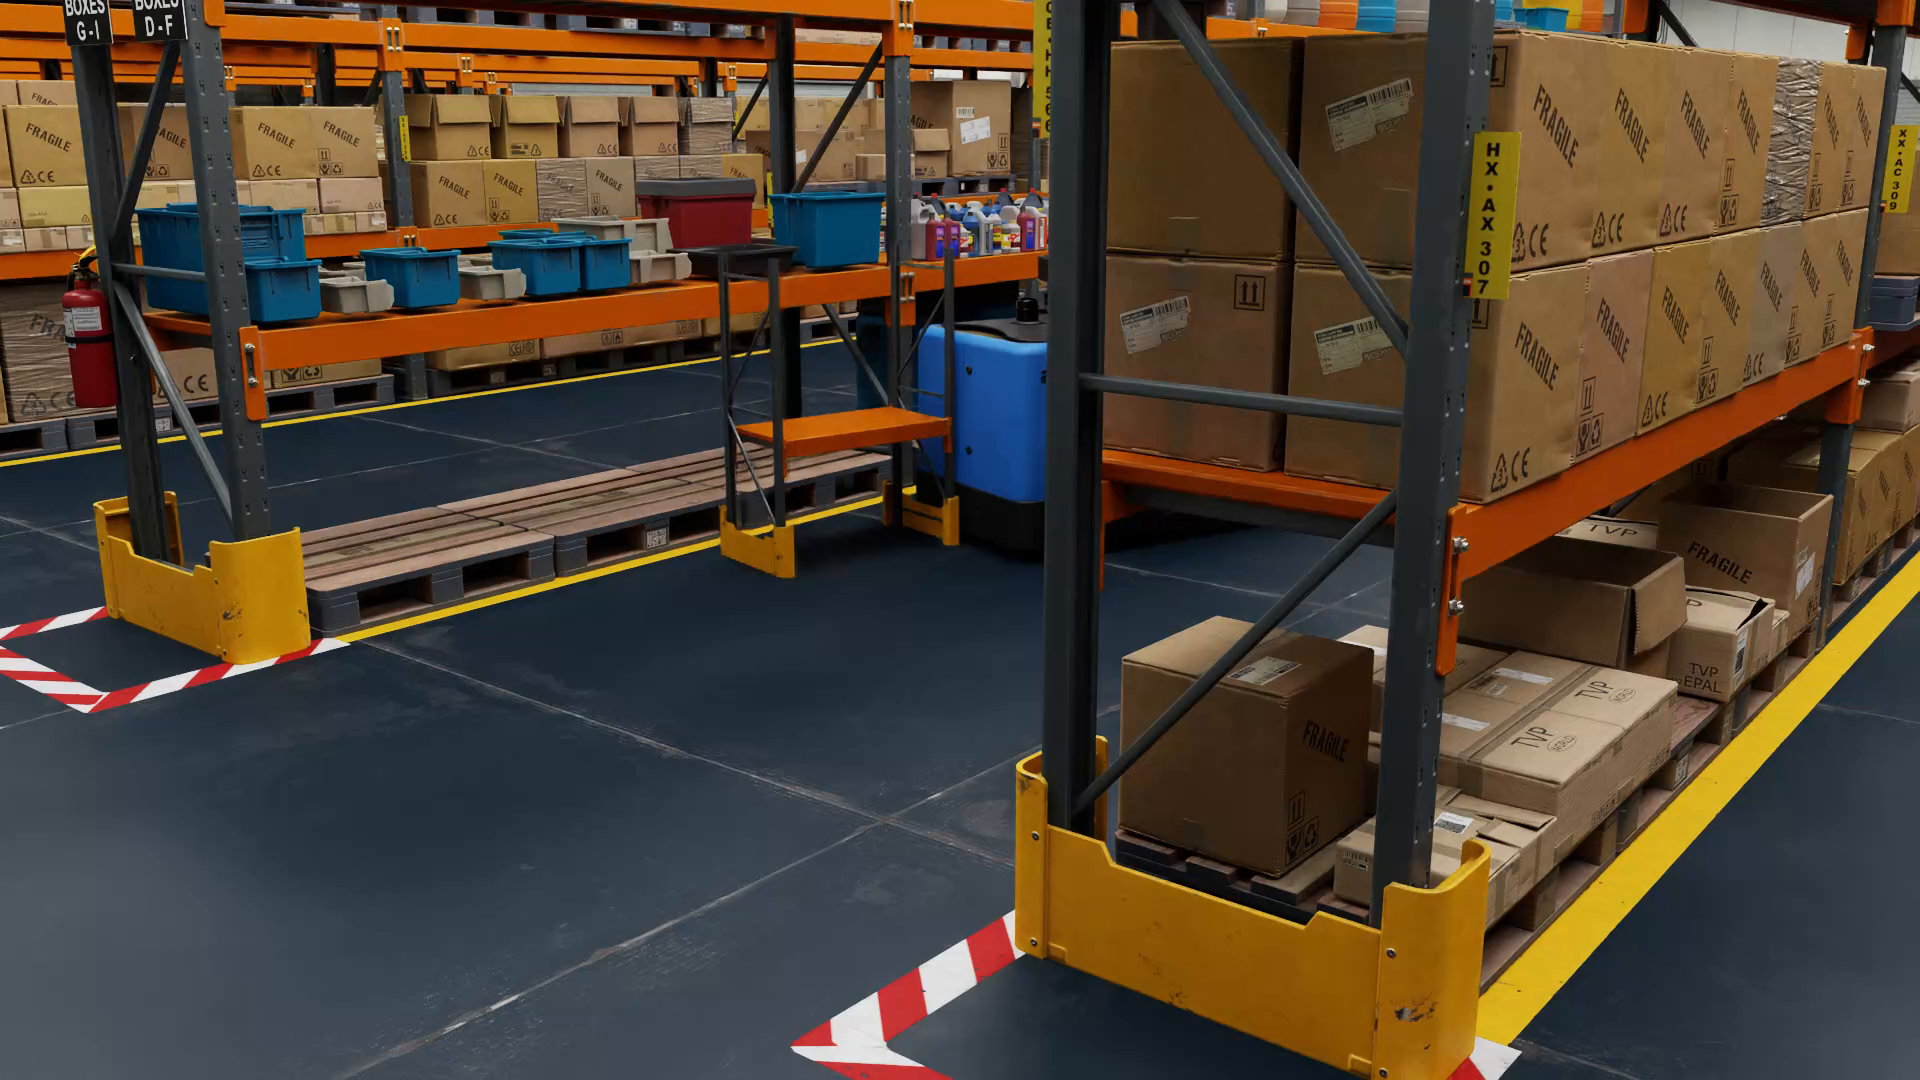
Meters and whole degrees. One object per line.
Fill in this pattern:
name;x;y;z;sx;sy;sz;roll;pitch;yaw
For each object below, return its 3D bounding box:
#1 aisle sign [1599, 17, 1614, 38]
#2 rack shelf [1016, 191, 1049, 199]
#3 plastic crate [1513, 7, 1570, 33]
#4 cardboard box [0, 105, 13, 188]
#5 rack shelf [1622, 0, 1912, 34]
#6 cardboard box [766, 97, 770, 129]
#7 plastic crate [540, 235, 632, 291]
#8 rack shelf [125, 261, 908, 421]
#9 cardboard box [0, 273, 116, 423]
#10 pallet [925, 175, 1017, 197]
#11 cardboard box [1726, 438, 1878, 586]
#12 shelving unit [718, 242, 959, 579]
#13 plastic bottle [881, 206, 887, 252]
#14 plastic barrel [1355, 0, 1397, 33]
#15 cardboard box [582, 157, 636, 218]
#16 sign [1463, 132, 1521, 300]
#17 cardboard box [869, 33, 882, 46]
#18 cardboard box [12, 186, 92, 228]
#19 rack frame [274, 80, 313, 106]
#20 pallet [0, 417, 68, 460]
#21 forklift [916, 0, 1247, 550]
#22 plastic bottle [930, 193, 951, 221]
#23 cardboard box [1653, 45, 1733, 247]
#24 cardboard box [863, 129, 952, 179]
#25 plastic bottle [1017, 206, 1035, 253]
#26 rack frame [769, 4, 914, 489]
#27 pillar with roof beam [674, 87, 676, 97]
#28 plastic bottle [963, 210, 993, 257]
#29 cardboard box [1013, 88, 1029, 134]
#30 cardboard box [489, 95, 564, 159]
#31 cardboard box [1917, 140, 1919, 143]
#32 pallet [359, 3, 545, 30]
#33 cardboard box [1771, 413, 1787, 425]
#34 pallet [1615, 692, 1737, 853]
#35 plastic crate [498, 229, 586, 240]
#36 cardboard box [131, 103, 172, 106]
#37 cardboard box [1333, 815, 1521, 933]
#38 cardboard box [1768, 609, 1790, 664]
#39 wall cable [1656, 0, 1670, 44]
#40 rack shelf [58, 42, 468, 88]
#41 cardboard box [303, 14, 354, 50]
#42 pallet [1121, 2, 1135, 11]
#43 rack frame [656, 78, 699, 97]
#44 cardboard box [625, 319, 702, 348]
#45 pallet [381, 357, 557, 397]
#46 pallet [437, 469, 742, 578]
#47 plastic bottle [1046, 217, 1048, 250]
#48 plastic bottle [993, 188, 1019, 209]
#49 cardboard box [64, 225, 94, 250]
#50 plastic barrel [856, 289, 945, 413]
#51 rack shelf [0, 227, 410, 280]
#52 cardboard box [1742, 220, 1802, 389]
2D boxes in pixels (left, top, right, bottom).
aisle sign;7.115;-5.369;18.385;0.394;0.787;0.004;11;18;38
rack shelf;1.729;-4.176;20.429;1.077;0.370;4.000;11;18;38
plastic crate;5.874;-5.175;16.843;0.392;0.384;0.575;11;18;38
cardboard box;-6.244;-2.424;10.251;0.500;0.500;0.500;11;18;36
rack shelf;1.890;-1.798;4.976;1.077;0.370;4.000;11;18;38
cardboard box;-2.808;-5.713;22.522;0.875;0.550;0.550;11;18;38
plastic crate;-1.790;-1.331;7.987;0.416;0.233;0.300;11;18;38
rack shelf;-1.960;-1.111;8.366;1.077;0.370;4.000;11;18;38
cardboard box;-6.158;-1.326;11.214;0.875;0.875;0.875;11;18;38
pallet;-0.121;-3.925;18.369;1.003;0.211;1.213;11;18;38
cardboard box;3.641;-0.132;7.235;0.500;0.500;0.500;10;18;35
shelving unit;-0.600;-0.679;8.248;1.083;1.500;0.587;-11;18;-37
plastic bottle;-0.477;-1.978;10.570;0.152;0.276;0.135;11;18;38
plastic barrel;3.352;-4.690;13.883;0.600;0.901;0.708;11;18;38
cardboard box;-3.121;-2.999;14.134;0.500;0.500;0.500;12;18;39
sign;1.055;-0.645;3.313;0.100;0.325;0.005;11;18;38
cardboard box;-0.910;-5.005;16.446;0.500;0.250;0.500;12;18;39
cardboard box;-5.918;-2.161;10.739;0.500;0.250;0.500;11;18;36
rack frame;-11.099;-6.442;27.891;1.000;3.000;0.127;11;18;38
pallet;-6.628;-0.657;10.781;1.003;0.211;1.213;11;18;38
forklift;1.285;-1.599;8.965;3.031;2.935;1.130;-9;17;-31
plastic bottle;-0.152;-2.059;10.735;0.144;0.351;0.185;11;18;38
cardboard box;1.758;-1.083;4.561;0.500;0.500;0.500;12;18;38
cardboard box;-0.545;-4.049;17.406;0.797;0.503;0.637;14;20;43
plastic bottle;0.417;-1.961;10.486;0.061;0.283;0.133;11;18;38
rack frame;-0.703;-1.843;9.785;1.000;3.000;0.127;11;18;38
pillar with roof beam;-2.604;-10.605;32.092;9.100;9.000;0.400;11;18;38
plastic bottle;0.114;-1.883;10.193;0.152;0.276;0.135;11;18;38
cardboard box;0.953;-4.866;18.846;0.500;0.500;0.500;11;18;38
cardboard box;-3.720;-3.397;13.663;0.797;0.503;0.637;12;18;38
cardboard box;4.630;-1.810;8.600;0.500;0.500;0.700;-12;18;-39
pallet;-4.018;-4.154;13.178;0.805;0.209;1.217;10;18;35
cardboard box;3.867;-0.406;8.310;0.500;0.500;0.500;12;18;38
pallet;1.948;0.642;5.667;1.003;0.211;1.213;11;18;38
plastic crate;-2.126;-1.458;8.487;0.416;0.233;0.300;11;18;38
cardboard box;-10.187;-5.203;20.778;0.500;0.500;0.500;12;18;39
cardboard box;1.164;0.832;4.153;0.380;0.149;0.250;11;18;38
cardboard box;2.821;0.327;6.140;0.380;0.149;0.250;11;18;38
wall cable;19.386;-16.403;48.009;2.305;6.003;0.169;11;18;38
rack shelf;-7.093;-4.884;17.127;1.077;0.370;4.000;11;18;38
cardboard box;-6.619;-5.323;17.189;0.500;0.500;0.500;11;18;38
pallet;0.424;-3.588;10.946;1.003;0.211;1.213;11;18;38
rack frame;-4.722;-6.441;27.885;1.000;3.000;0.127;11;18;38
cardboard box;-3.058;-2.251;14.853;1.225;0.875;0.875;11;18;38
pallet;-4.129;-1.417;13.773;1.003;0.211;1.213;11;18;38
pallet;-1.902;-0.110;8.627;1.003;0.211;1.213;11;18;38
plastic bottle;0.560;-1.972;10.695;0.097;0.201;0.097;0;14;0
plastic bottle;0.312;-2.257;11.514;0.144;0.351;0.185;11;18;38
cardboard box;-5.784;-1.985;10.855;0.380;0.149;0.250;11;18;37
plastic barrel;-0.348;-1.131;10.392;0.600;0.901;0.708;11;18;38
rack shelf;-5.813;-1.878;11.383;1.077;0.370;4.000;11;18;38
cardboard box;2.388;-0.791;5.441;0.500;0.500;0.500;12;18;39
